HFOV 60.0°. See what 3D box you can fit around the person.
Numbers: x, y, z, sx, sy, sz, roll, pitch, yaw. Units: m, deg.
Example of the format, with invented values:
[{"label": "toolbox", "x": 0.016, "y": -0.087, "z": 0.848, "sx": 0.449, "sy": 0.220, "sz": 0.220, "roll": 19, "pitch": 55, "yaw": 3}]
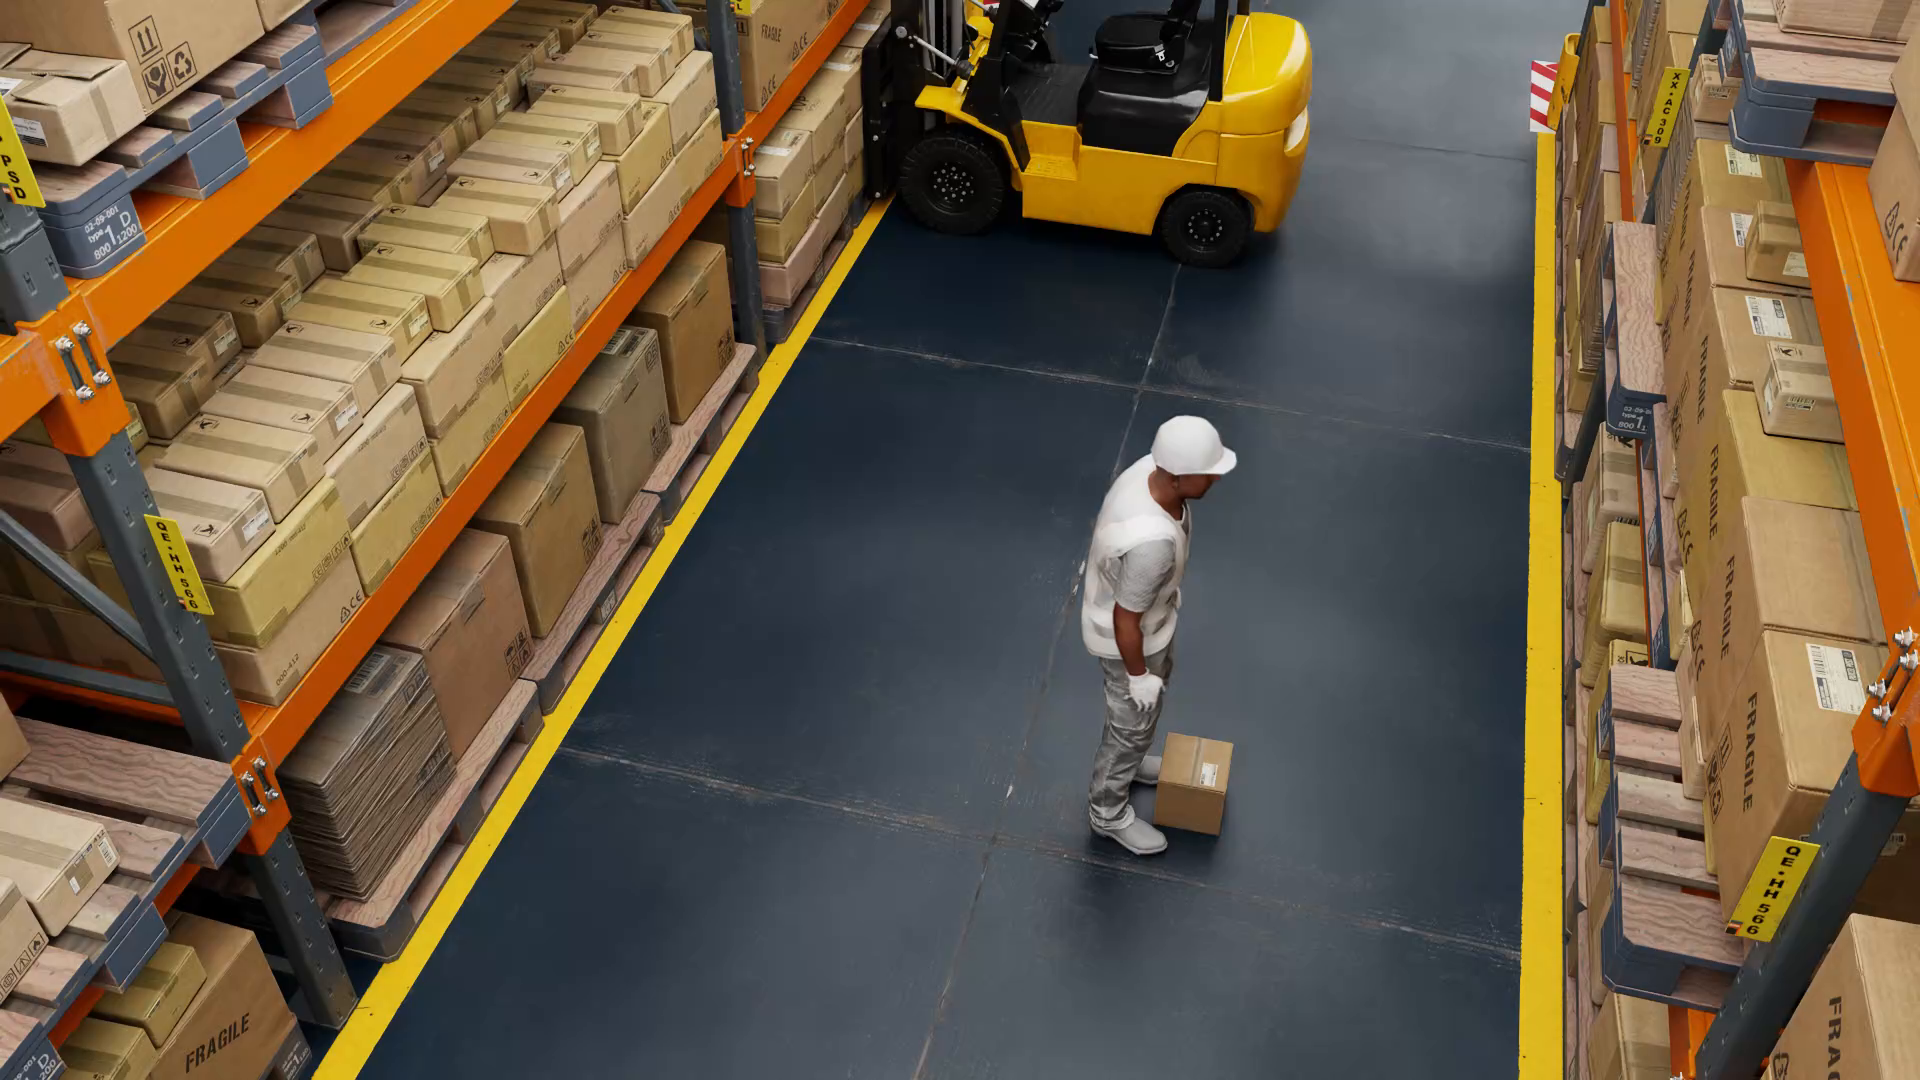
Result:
[{"label": "person", "x": 0.654, "y": 0.306, "z": 5.793, "sx": 0.452, "sy": 1.774, "sz": 0.629, "roll": 9, "pitch": 41, "yaw": 10}]
